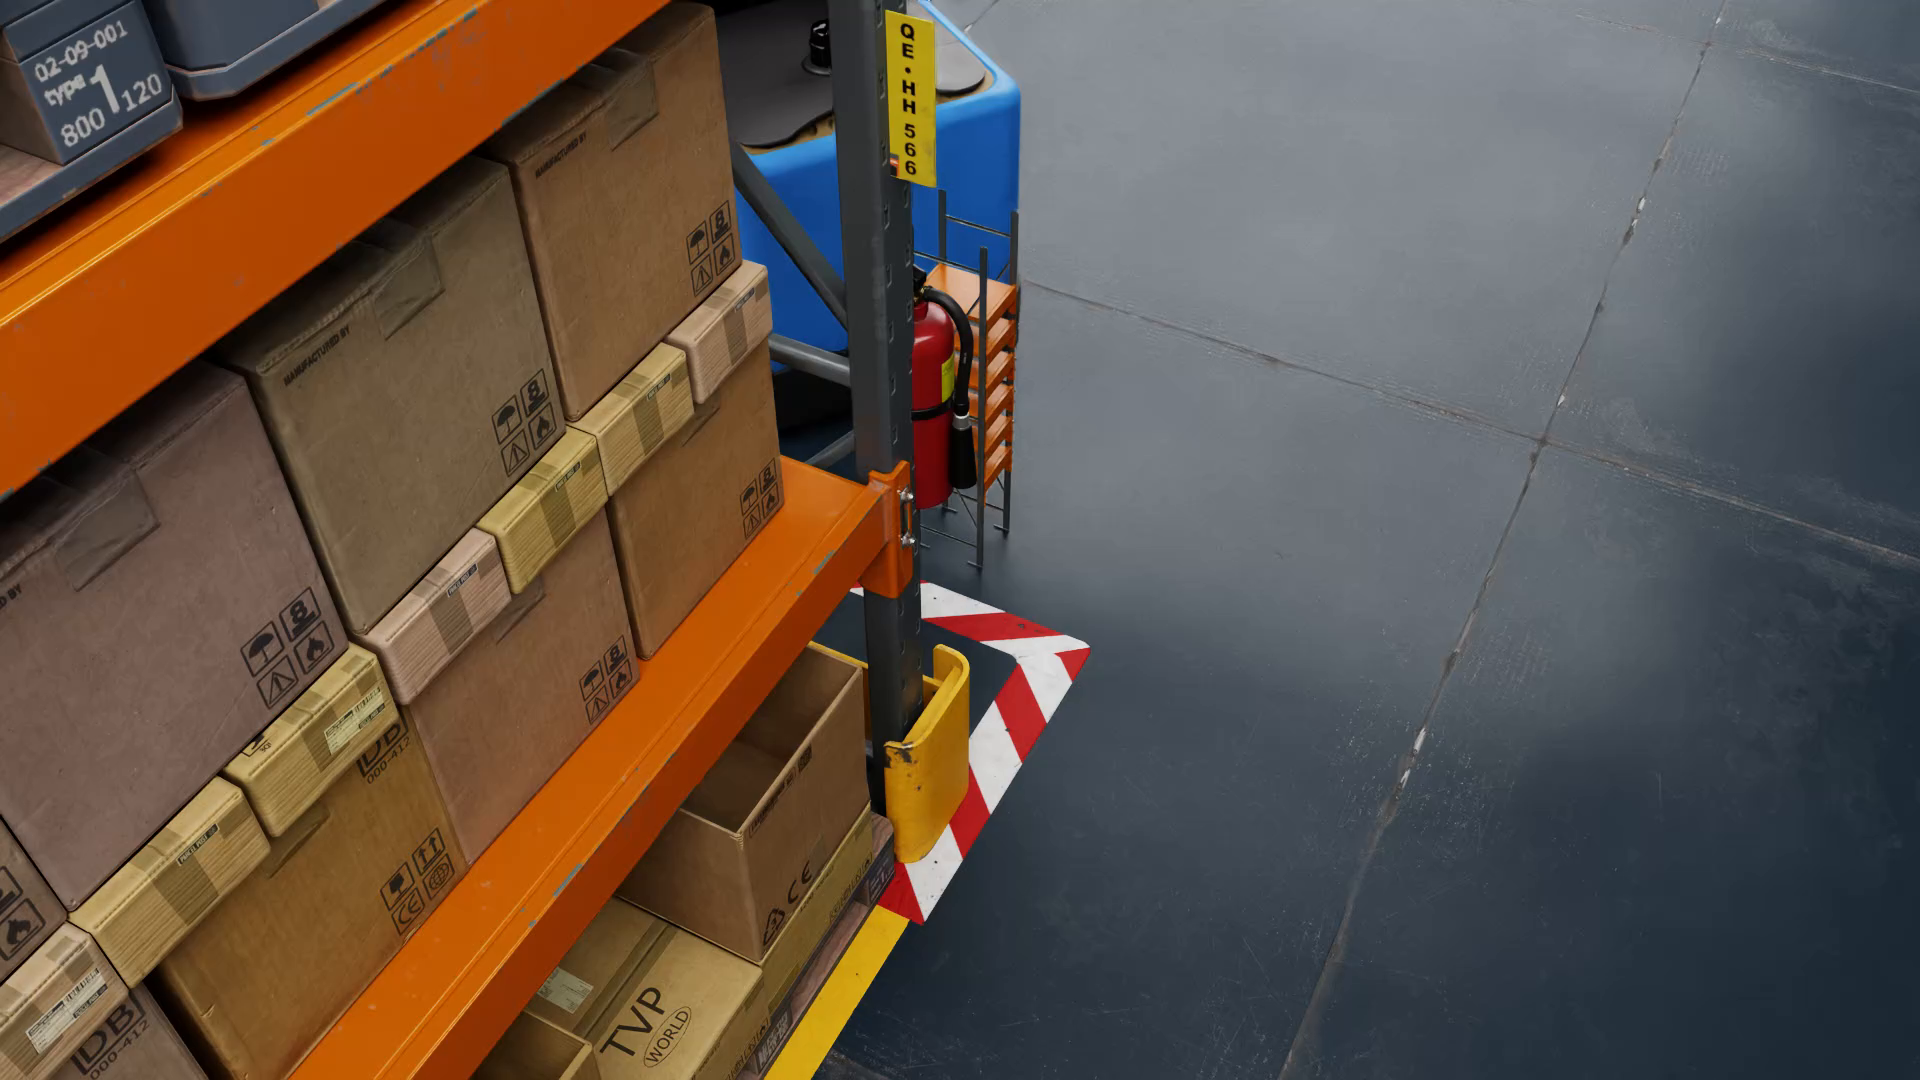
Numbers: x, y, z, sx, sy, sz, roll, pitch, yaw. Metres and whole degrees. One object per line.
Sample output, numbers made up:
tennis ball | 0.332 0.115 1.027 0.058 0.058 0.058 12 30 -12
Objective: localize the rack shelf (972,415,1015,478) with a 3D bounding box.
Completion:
rack shelf | 0.007 -0.315 4.949 0.258 0.103 0.180 20 49 19

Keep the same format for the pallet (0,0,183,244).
pallet | -1.478 -0.282 1.373 1.003 0.211 1.213 20 49 19

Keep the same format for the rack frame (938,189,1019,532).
rack frame | 0.049 -0.489 4.889 0.240 1.200 0.006 20 49 19

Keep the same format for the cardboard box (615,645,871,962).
cardboard box | -0.547 0.524 3.734 0.500 0.500 0.500 20 49 19

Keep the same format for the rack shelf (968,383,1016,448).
rack shelf | 0.007 -0.400 4.864 0.258 0.103 0.180 20 49 19

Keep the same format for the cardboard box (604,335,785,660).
cardboard box | -0.790 -0.212 3.281 0.700 0.500 0.500 20 49 19

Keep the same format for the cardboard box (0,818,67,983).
cardboard box | -1.520 0.331 1.831 0.700 0.500 0.500 20 49 19

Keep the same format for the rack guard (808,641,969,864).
rack guard | -0.551 0.396 4.507 1.175 0.500 0.348 20 49 19

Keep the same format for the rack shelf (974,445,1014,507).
rack shelf | 0.007 -0.231 5.035 0.258 0.103 0.180 20 49 19

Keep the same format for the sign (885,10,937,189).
sign | -0.088 -0.769 2.921 0.100 0.325 0.005 20 49 19

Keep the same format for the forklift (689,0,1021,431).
forklift | -0.933 -2.433 5.594 1.130 2.935 3.031 -21 49 -19

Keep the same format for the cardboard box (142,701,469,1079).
cardboard box | -1.265 0.431 2.645 0.700 0.500 0.500 21 49 19

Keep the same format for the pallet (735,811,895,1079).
pallet | -0.880 1.009 4.105 1.003 0.211 1.213 20 49 19

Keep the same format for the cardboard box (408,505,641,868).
cardboard box | -1.029 0.120 2.952 0.700 0.500 0.500 22 49 20

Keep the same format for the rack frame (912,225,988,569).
rack frame | -0.036 -0.373 4.775 0.240 1.200 0.006 20 49 19

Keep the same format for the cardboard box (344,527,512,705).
cardboard box | -0.928 0.058 2.558 0.380 0.149 0.250 21 49 20

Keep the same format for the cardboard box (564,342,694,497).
cardboard box | -0.691 -0.261 2.873 0.380 0.149 0.250 22 49 20

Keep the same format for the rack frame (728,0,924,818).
rack frame | -0.562 -0.467 3.603 1.000 3.000 0.127 20 49 19

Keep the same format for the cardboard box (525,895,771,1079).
cardboard box | -0.771 1.106 3.686 0.500 0.250 0.500 20 49 19

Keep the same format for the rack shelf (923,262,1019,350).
rack shelf | 0.007 -0.653 4.608 0.258 0.103 0.180 20 49 19

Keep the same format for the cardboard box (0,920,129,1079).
cardboard box | -1.289 0.551 2.070 0.380 0.149 0.250 20 49 19

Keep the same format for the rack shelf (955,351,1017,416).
rack shelf | 0.007 -0.484 4.779 0.258 0.103 0.180 20 49 19

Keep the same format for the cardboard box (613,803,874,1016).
cardboard box | -0.549 0.787 4.001 0.500 0.250 0.500 20 49 19

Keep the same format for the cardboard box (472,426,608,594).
cardboard box | -0.809 -0.100 2.714 0.380 0.149 0.250 20 49 18

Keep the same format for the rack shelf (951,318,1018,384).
rack shelf | 0.007 -0.568 4.693 0.258 0.103 0.180 20 49 19

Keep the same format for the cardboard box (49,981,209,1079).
cardboard box | -1.506 0.764 2.316 0.700 0.500 0.500 22 49 20

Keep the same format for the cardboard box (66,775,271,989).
cardboard box | -1.170 0.390 2.230 0.380 0.149 0.250 22 49 20

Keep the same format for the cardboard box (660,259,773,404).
cardboard box | -0.571 -0.427 3.036 0.380 0.149 0.250 20 49 18

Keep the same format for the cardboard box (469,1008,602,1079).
cardboard box | -0.998 1.159 3.106 0.500 0.500 0.500 20 49 19

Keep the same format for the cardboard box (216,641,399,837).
cardboard box | -1.050 0.223 2.394 0.380 0.149 0.250 22 49 20

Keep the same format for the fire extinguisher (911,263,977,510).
fire extinguisher | -0.096 -0.361 3.552 0.296 0.674 0.183 20 49 19

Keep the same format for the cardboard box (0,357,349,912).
cardboard box | -1.287 0.016 2.143 0.700 0.500 0.500 21 49 19

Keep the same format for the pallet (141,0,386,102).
pallet | -0.913 -1.054 2.135 1.003 0.211 1.213 20 49 19

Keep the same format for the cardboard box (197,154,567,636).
cardboard box | -1.054 -0.302 2.457 0.700 0.500 0.500 19 48 18

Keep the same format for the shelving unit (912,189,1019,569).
shelving unit | 0.007 -0.431 4.832 0.258 1.200 0.189 20 49 19

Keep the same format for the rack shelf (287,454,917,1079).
rack shelf | -1.490 1.046 2.613 1.077 0.370 4.000 20 49 19

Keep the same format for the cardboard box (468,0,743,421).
cardboard box | -0.815 -0.635 2.786 0.700 0.500 0.500 21 49 19
